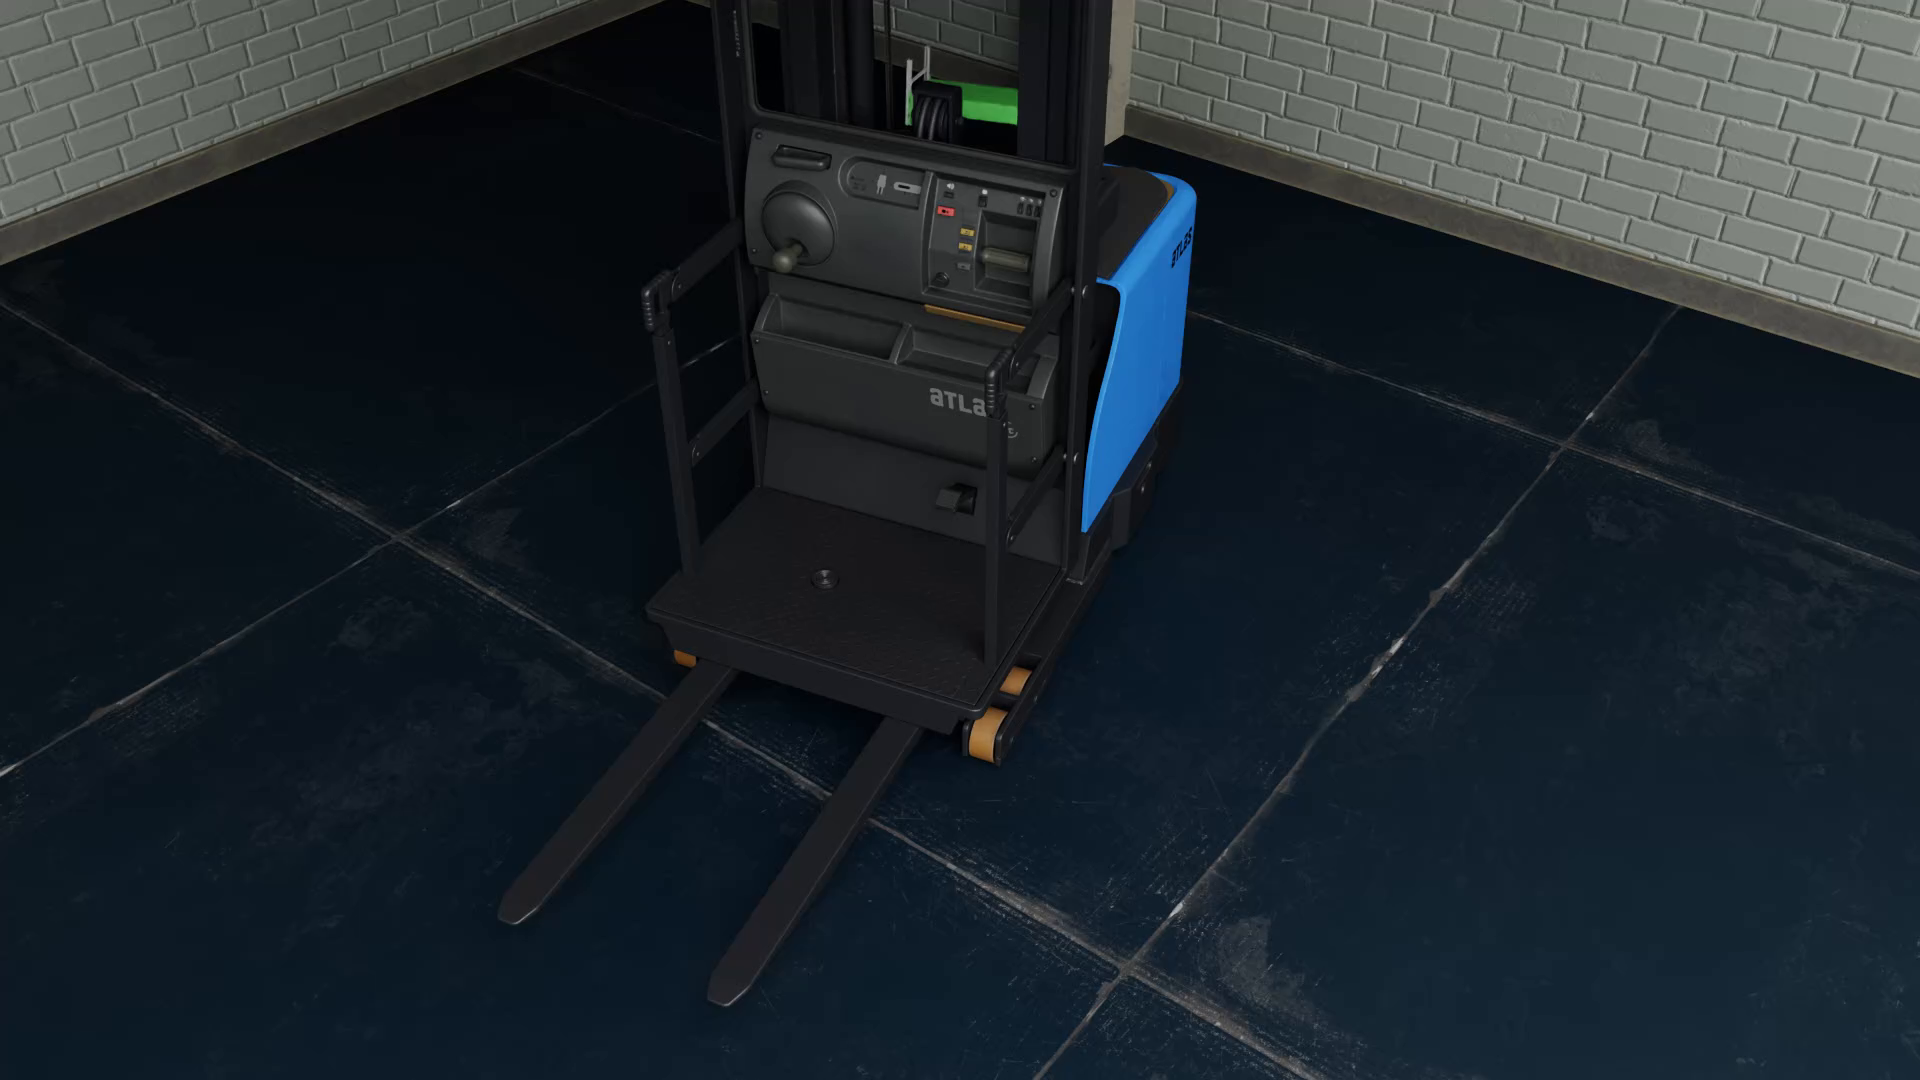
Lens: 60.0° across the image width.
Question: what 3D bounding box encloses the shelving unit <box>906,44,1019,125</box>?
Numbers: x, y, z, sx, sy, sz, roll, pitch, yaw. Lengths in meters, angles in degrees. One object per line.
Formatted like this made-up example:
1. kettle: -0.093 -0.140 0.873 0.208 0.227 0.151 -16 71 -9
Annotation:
1. shelving unit: 0.062 -1.219 6.310 0.503 1.200 0.258 10 31 13

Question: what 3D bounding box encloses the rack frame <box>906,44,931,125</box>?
1. rack frame: -0.172 -1.262 6.364 0.015 1.200 0.240 10 31 13

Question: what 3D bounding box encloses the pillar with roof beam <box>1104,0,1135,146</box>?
1. pillar with roof beam: -2.023 -3.489 2.907 0.400 9.000 9.100 25 45 29

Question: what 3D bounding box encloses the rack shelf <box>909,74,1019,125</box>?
1. rack shelf: 0.079 -1.578 6.101 0.480 0.148 0.258 10 31 13

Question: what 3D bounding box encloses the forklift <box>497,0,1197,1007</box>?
1. forklift: -0.251 -0.802 4.396 1.130 2.935 3.031 15 41 18
